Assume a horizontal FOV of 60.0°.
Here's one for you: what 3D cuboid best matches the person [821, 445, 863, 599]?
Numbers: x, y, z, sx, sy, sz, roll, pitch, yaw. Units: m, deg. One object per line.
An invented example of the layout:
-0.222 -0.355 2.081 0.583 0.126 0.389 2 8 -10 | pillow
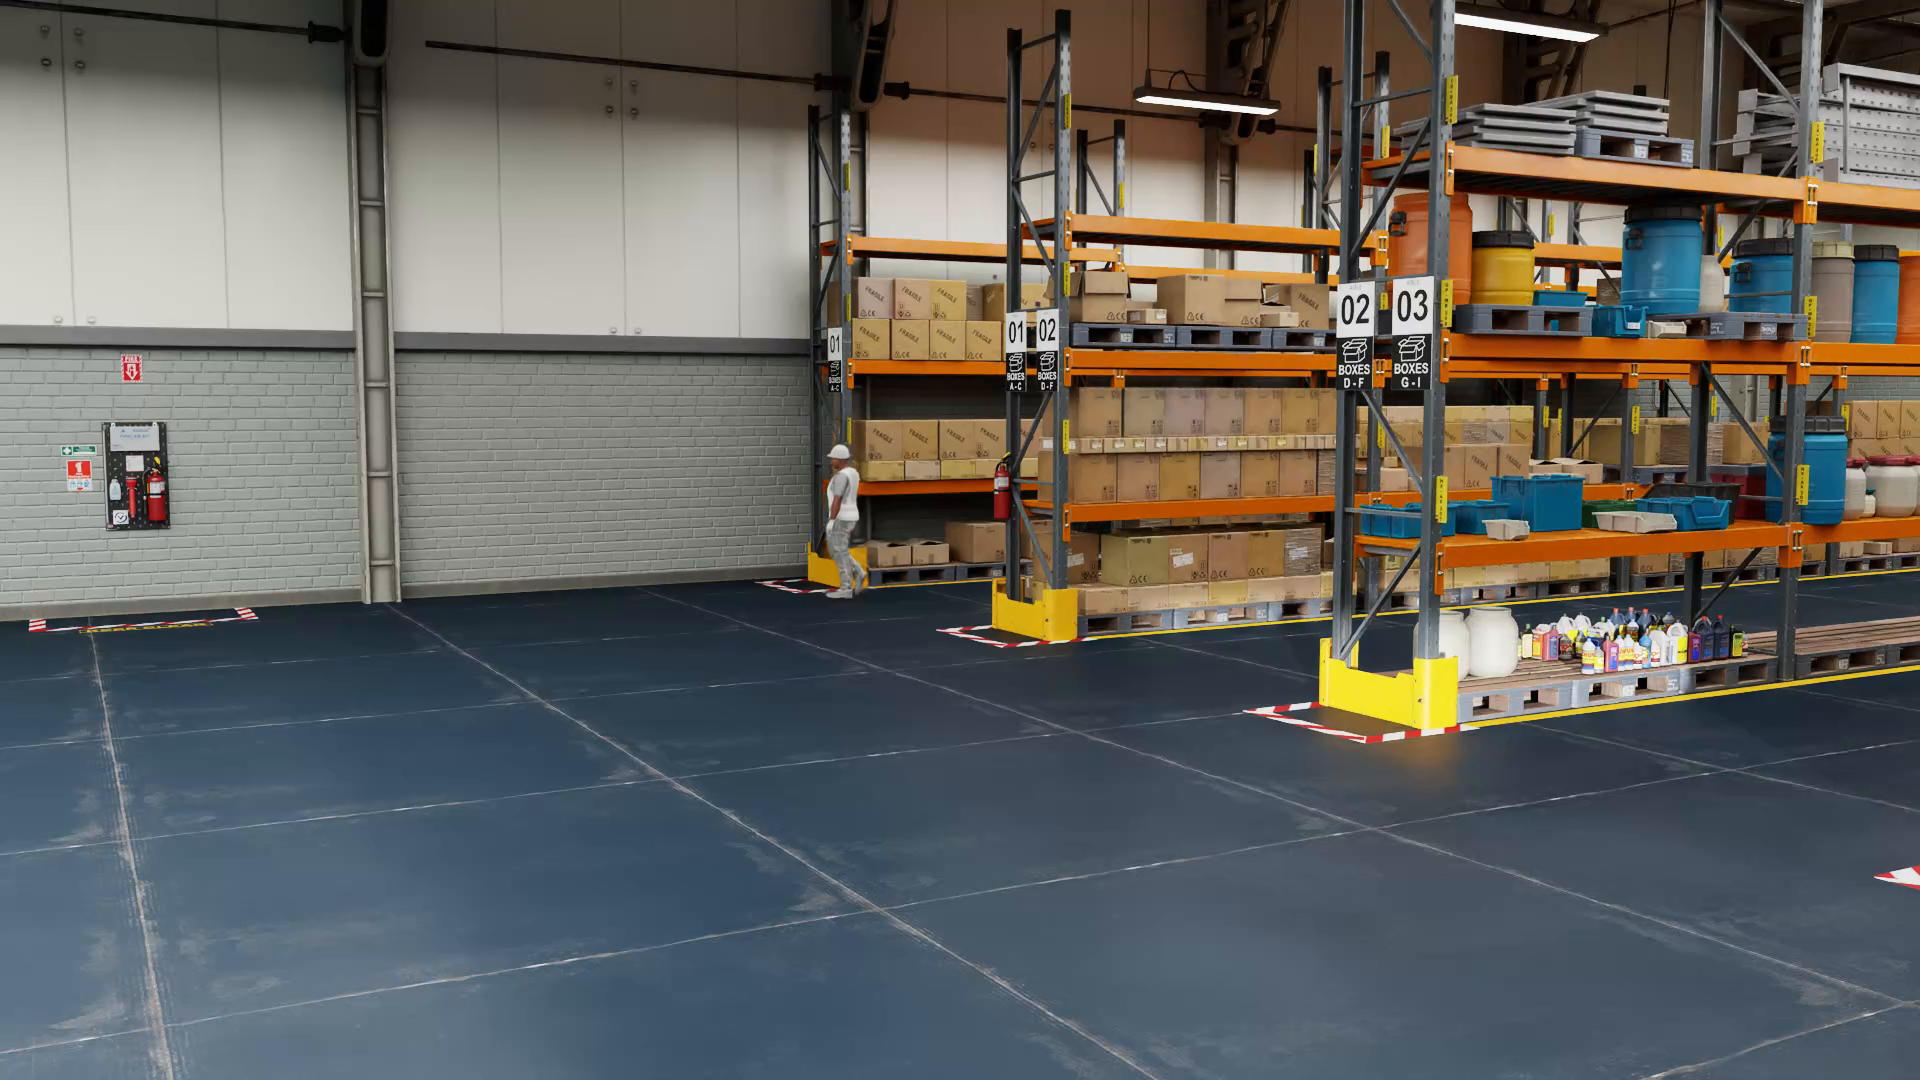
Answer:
-1.385 -0.214 19.310 0.469 1.788 0.598 1 5 9 | person
